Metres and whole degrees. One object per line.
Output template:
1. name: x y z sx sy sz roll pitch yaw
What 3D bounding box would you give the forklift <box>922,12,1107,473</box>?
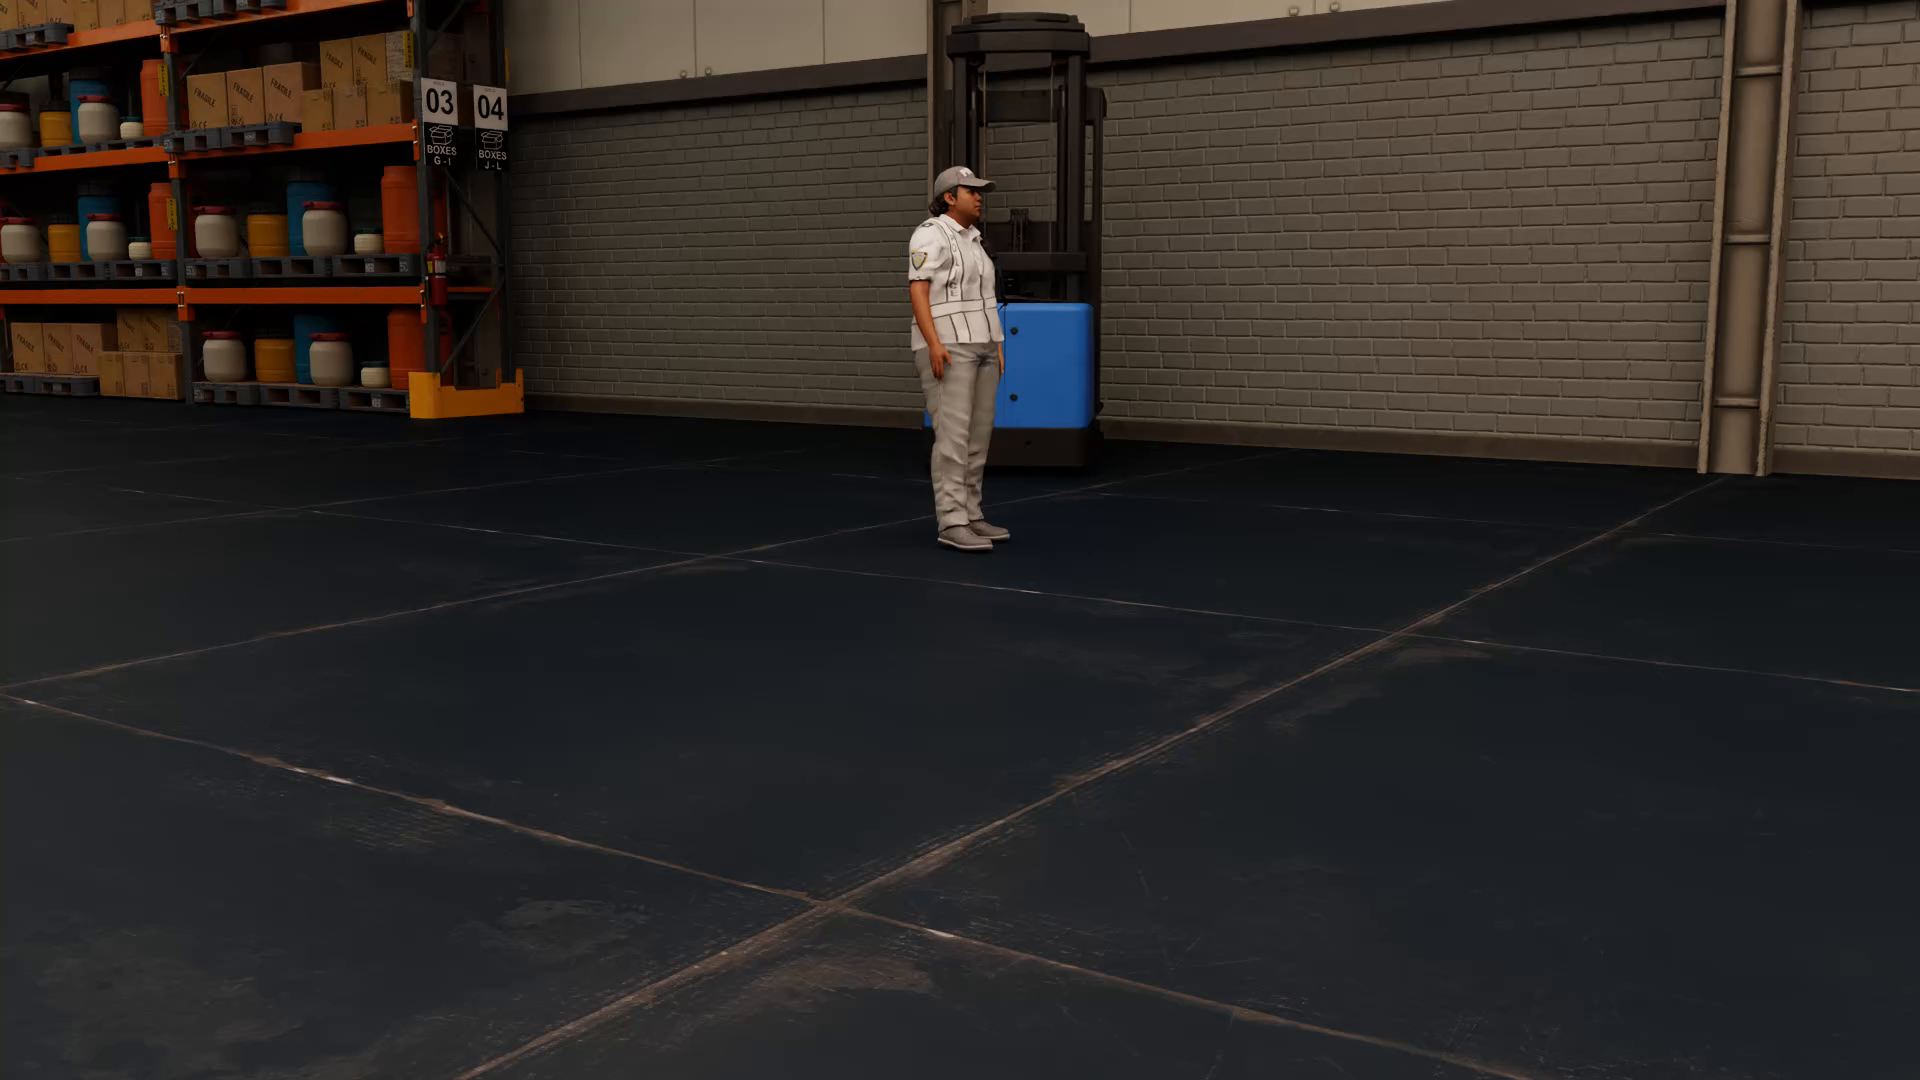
1. forklift: 0.452 -2.048 11.592 1.130 2.935 3.031 1 8 7

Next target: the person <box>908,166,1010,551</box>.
1. person: 0.051 -0.825 7.424 0.529 1.670 0.598 5 10 34
